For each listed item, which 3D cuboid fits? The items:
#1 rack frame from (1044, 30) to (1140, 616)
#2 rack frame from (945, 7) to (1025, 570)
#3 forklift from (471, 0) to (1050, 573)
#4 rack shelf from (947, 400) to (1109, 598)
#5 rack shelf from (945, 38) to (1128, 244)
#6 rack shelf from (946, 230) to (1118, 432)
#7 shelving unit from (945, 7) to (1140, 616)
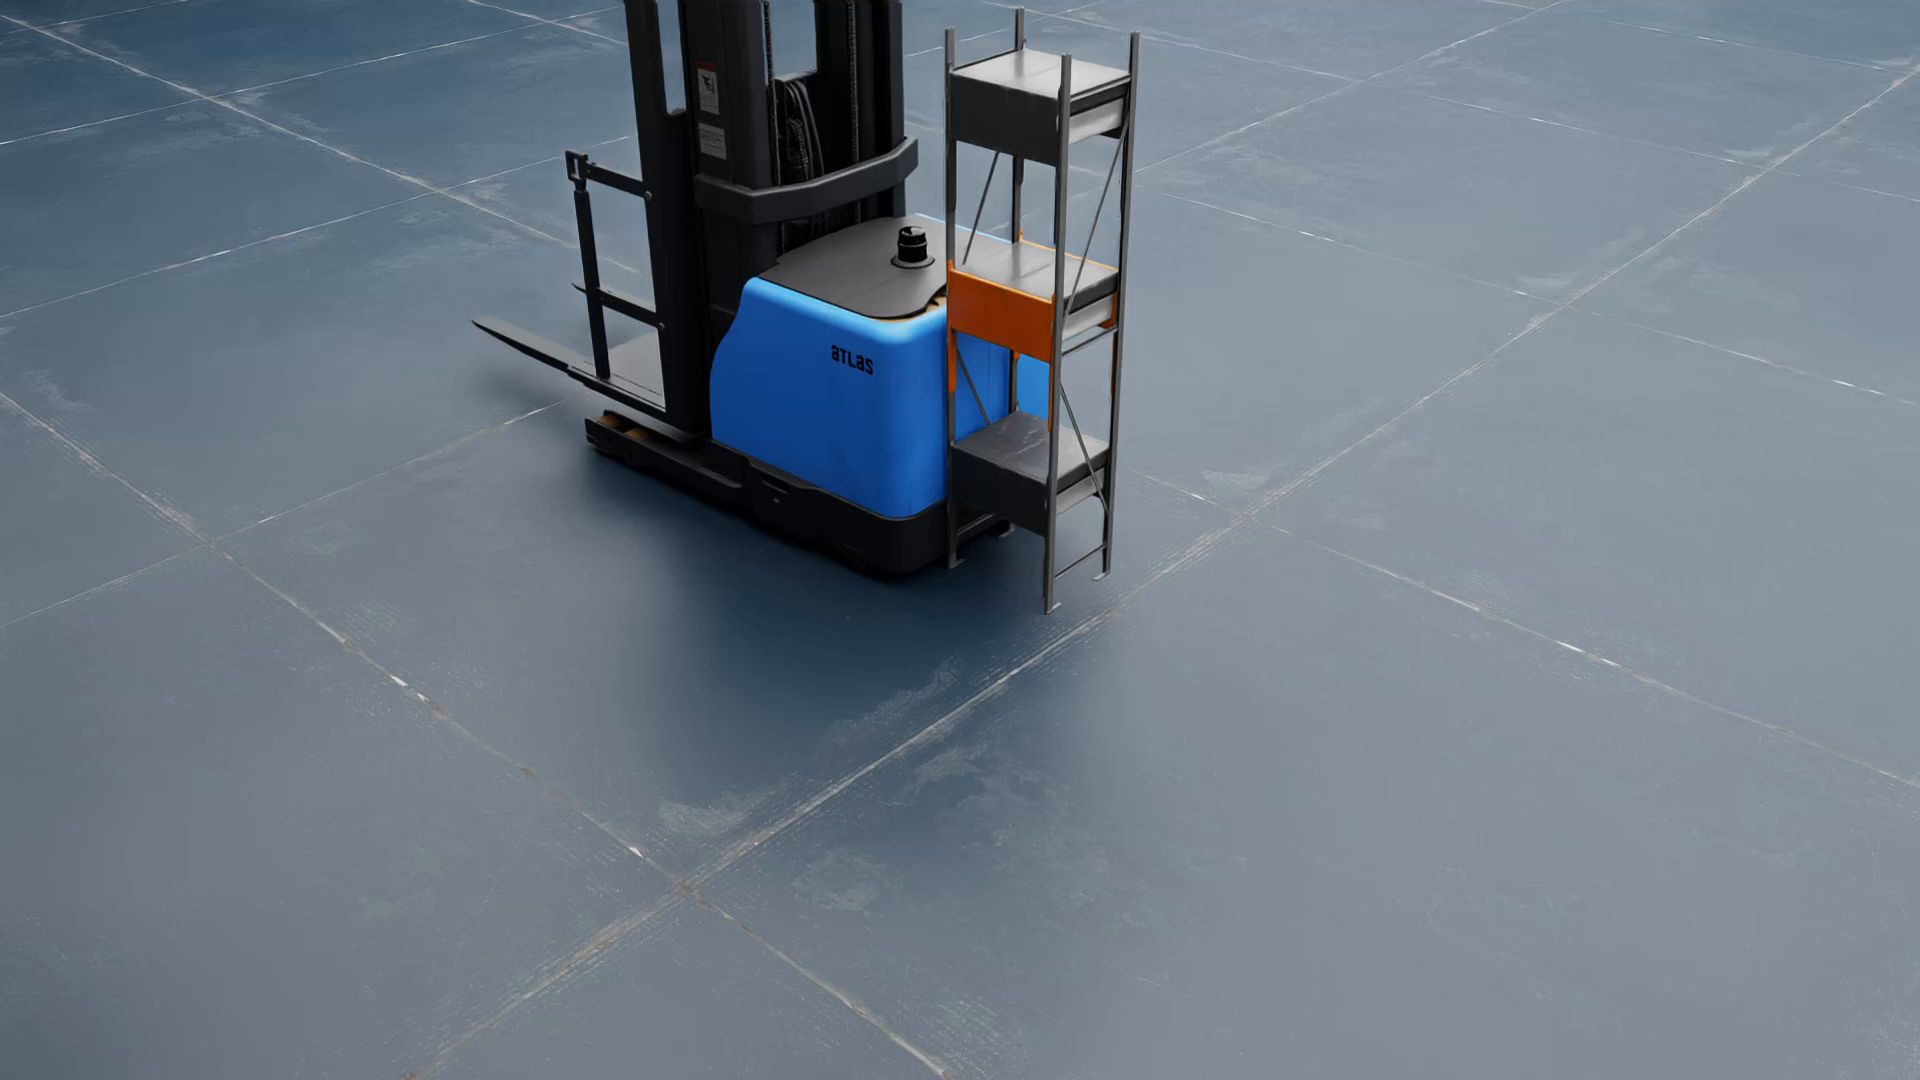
[{"bbox_3d":[0.454,-0.694,5.867,0.015,2.100,0.400,24,39,34],"label":"rack frame"},{"bbox_3d":[0.086,-0.859,6.141,0.015,2.100,0.400,24,39,34],"label":"rack frame"},{"bbox_3d":[-1.024,-1.759,6.830,3.031,2.935,1.130,24,39,34],"label":"forklift"},{"bbox_3d":[0.270,-0.165,6.372,0.480,0.518,0.431,24,39,34],"label":"rack shelf"},{"bbox_3d":[0.270,-1.364,5.650,0.480,0.518,0.431,24,39,34],"label":"rack shelf"},{"bbox_3d":[0.270,-0.765,6.011,0.480,0.518,0.431,24,39,34],"label":"rack shelf"},{"bbox_3d":[0.270,-0.776,6.004,0.503,2.100,0.431,24,39,34],"label":"shelving unit"}]
